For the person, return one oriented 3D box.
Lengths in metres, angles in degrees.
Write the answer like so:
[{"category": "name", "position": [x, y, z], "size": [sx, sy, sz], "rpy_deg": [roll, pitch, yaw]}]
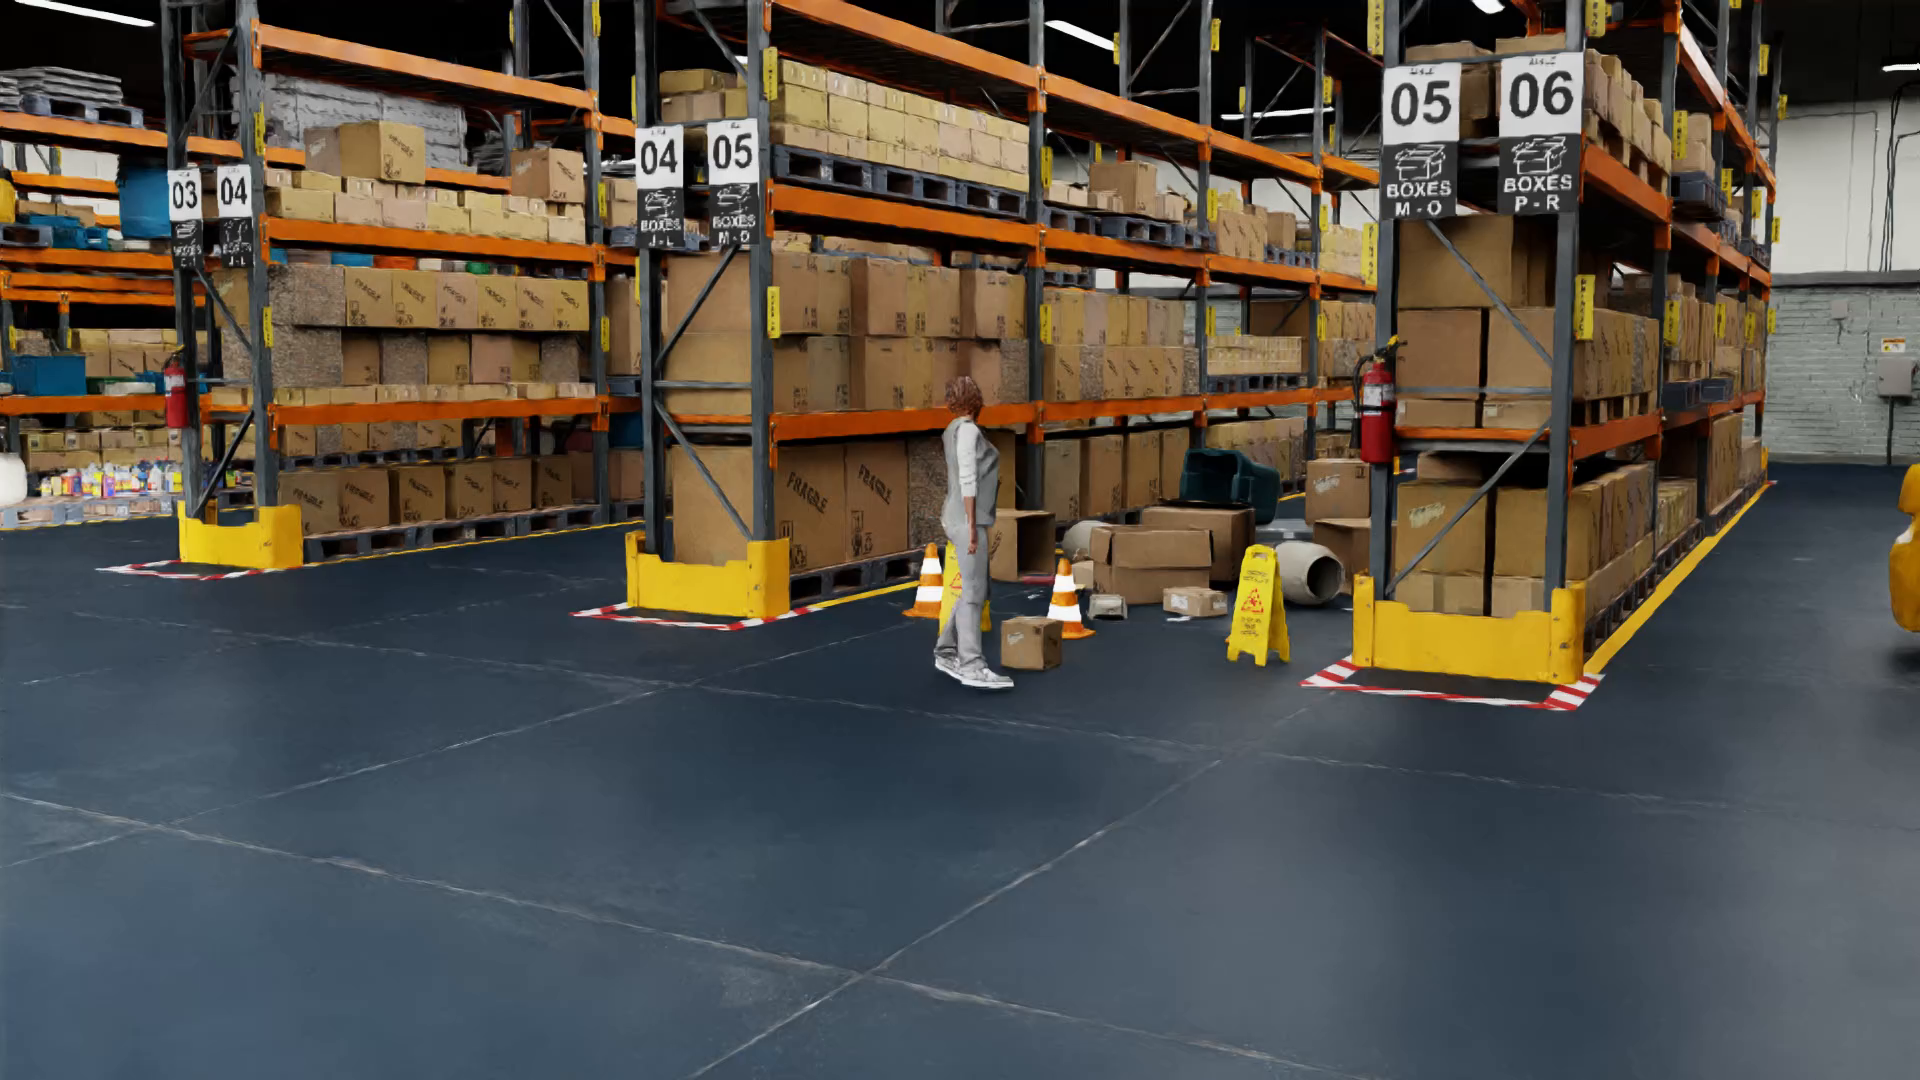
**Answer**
[{"category": "person", "position": [0.060, -0.041, 8.557], "size": [0.375, 1.584, 0.573], "rpy_deg": [-1, 6, -6]}]
